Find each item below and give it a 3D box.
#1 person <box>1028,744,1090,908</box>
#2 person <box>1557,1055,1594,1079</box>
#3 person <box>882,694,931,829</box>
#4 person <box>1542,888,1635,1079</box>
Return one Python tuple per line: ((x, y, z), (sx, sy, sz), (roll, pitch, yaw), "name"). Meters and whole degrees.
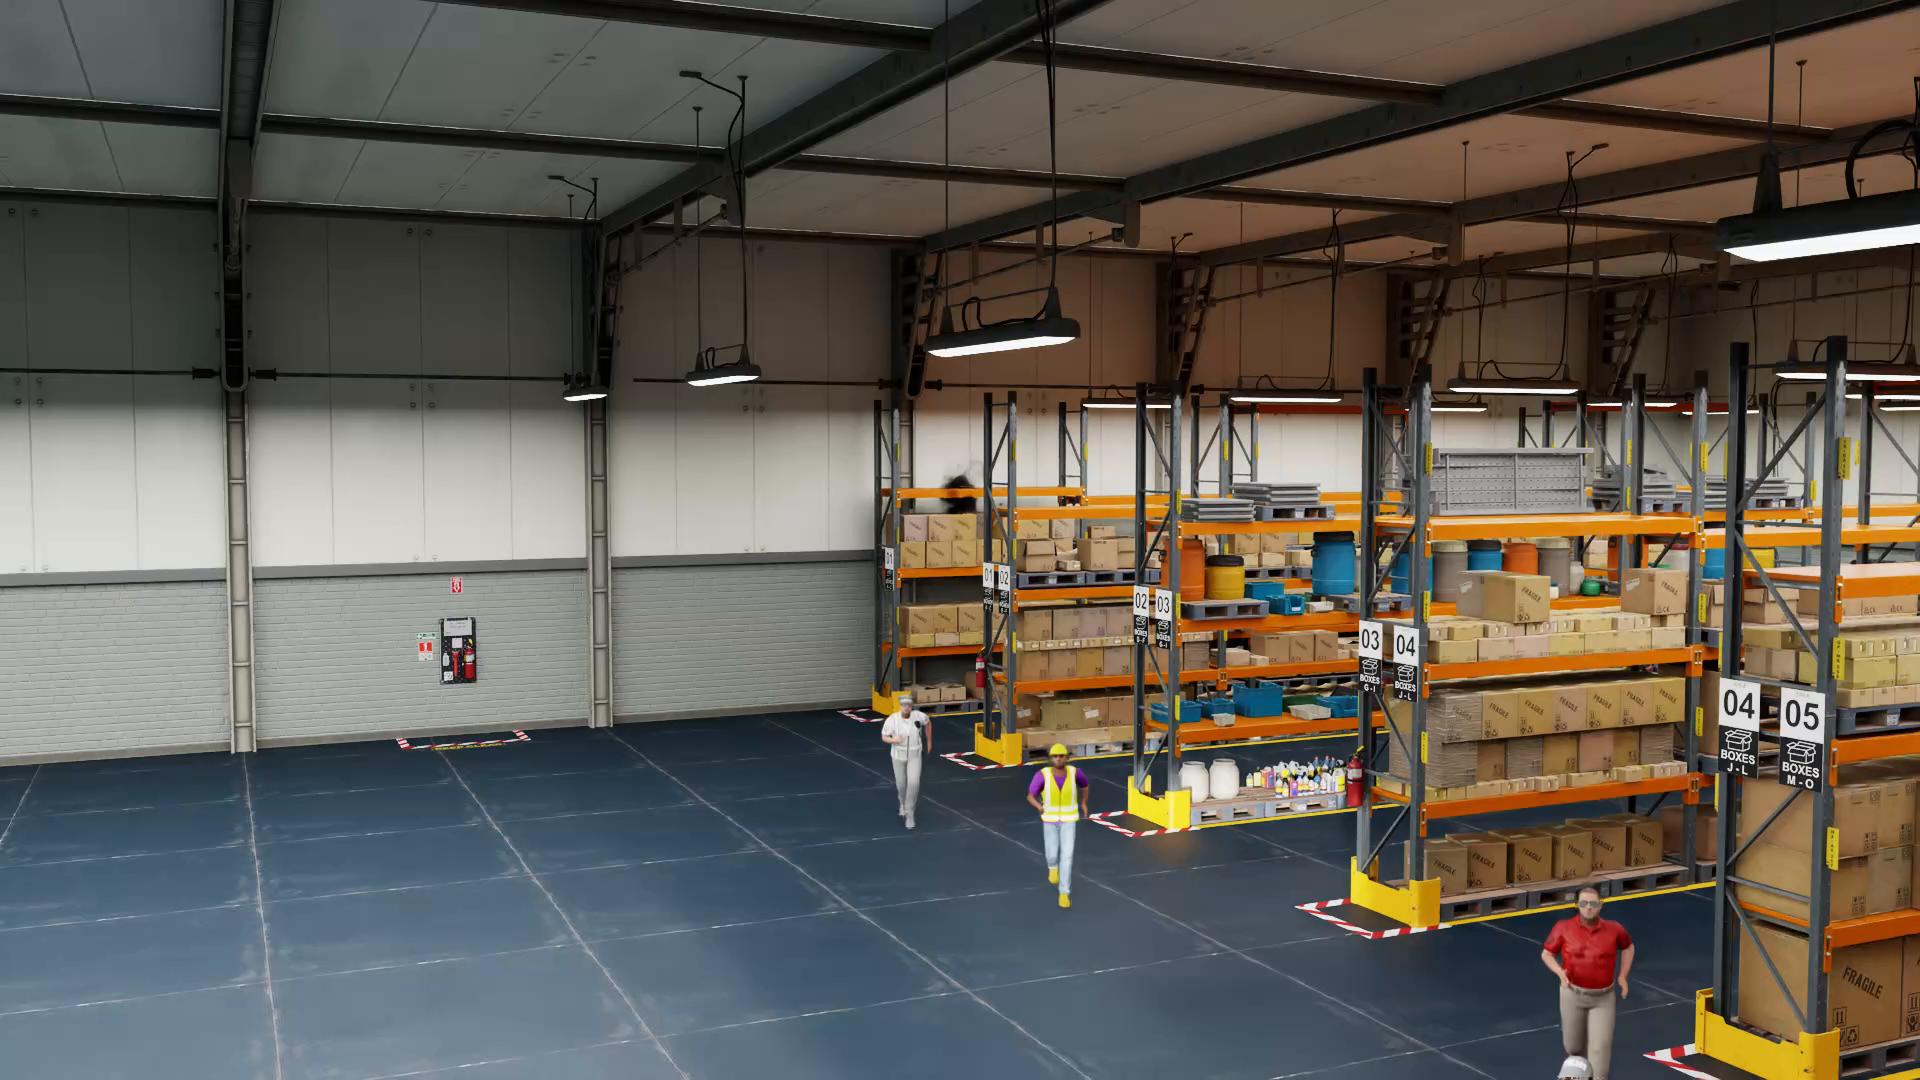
((1.120, 3.174, 18.804), (0.709, 1.754, 0.954), (0, 3, 2), "person")
((3.551, 3.798, 9.536), (0.558, 1.737, 0.746), (1, 4, 24), "person")
((-0.726, 2.978, 22.642), (0.687, 1.835, 0.882), (0, 3, -5), "person")
((4.851, 3.546, 12.854), (0.677, 1.718, 0.946), (1, 4, 20), "person")
